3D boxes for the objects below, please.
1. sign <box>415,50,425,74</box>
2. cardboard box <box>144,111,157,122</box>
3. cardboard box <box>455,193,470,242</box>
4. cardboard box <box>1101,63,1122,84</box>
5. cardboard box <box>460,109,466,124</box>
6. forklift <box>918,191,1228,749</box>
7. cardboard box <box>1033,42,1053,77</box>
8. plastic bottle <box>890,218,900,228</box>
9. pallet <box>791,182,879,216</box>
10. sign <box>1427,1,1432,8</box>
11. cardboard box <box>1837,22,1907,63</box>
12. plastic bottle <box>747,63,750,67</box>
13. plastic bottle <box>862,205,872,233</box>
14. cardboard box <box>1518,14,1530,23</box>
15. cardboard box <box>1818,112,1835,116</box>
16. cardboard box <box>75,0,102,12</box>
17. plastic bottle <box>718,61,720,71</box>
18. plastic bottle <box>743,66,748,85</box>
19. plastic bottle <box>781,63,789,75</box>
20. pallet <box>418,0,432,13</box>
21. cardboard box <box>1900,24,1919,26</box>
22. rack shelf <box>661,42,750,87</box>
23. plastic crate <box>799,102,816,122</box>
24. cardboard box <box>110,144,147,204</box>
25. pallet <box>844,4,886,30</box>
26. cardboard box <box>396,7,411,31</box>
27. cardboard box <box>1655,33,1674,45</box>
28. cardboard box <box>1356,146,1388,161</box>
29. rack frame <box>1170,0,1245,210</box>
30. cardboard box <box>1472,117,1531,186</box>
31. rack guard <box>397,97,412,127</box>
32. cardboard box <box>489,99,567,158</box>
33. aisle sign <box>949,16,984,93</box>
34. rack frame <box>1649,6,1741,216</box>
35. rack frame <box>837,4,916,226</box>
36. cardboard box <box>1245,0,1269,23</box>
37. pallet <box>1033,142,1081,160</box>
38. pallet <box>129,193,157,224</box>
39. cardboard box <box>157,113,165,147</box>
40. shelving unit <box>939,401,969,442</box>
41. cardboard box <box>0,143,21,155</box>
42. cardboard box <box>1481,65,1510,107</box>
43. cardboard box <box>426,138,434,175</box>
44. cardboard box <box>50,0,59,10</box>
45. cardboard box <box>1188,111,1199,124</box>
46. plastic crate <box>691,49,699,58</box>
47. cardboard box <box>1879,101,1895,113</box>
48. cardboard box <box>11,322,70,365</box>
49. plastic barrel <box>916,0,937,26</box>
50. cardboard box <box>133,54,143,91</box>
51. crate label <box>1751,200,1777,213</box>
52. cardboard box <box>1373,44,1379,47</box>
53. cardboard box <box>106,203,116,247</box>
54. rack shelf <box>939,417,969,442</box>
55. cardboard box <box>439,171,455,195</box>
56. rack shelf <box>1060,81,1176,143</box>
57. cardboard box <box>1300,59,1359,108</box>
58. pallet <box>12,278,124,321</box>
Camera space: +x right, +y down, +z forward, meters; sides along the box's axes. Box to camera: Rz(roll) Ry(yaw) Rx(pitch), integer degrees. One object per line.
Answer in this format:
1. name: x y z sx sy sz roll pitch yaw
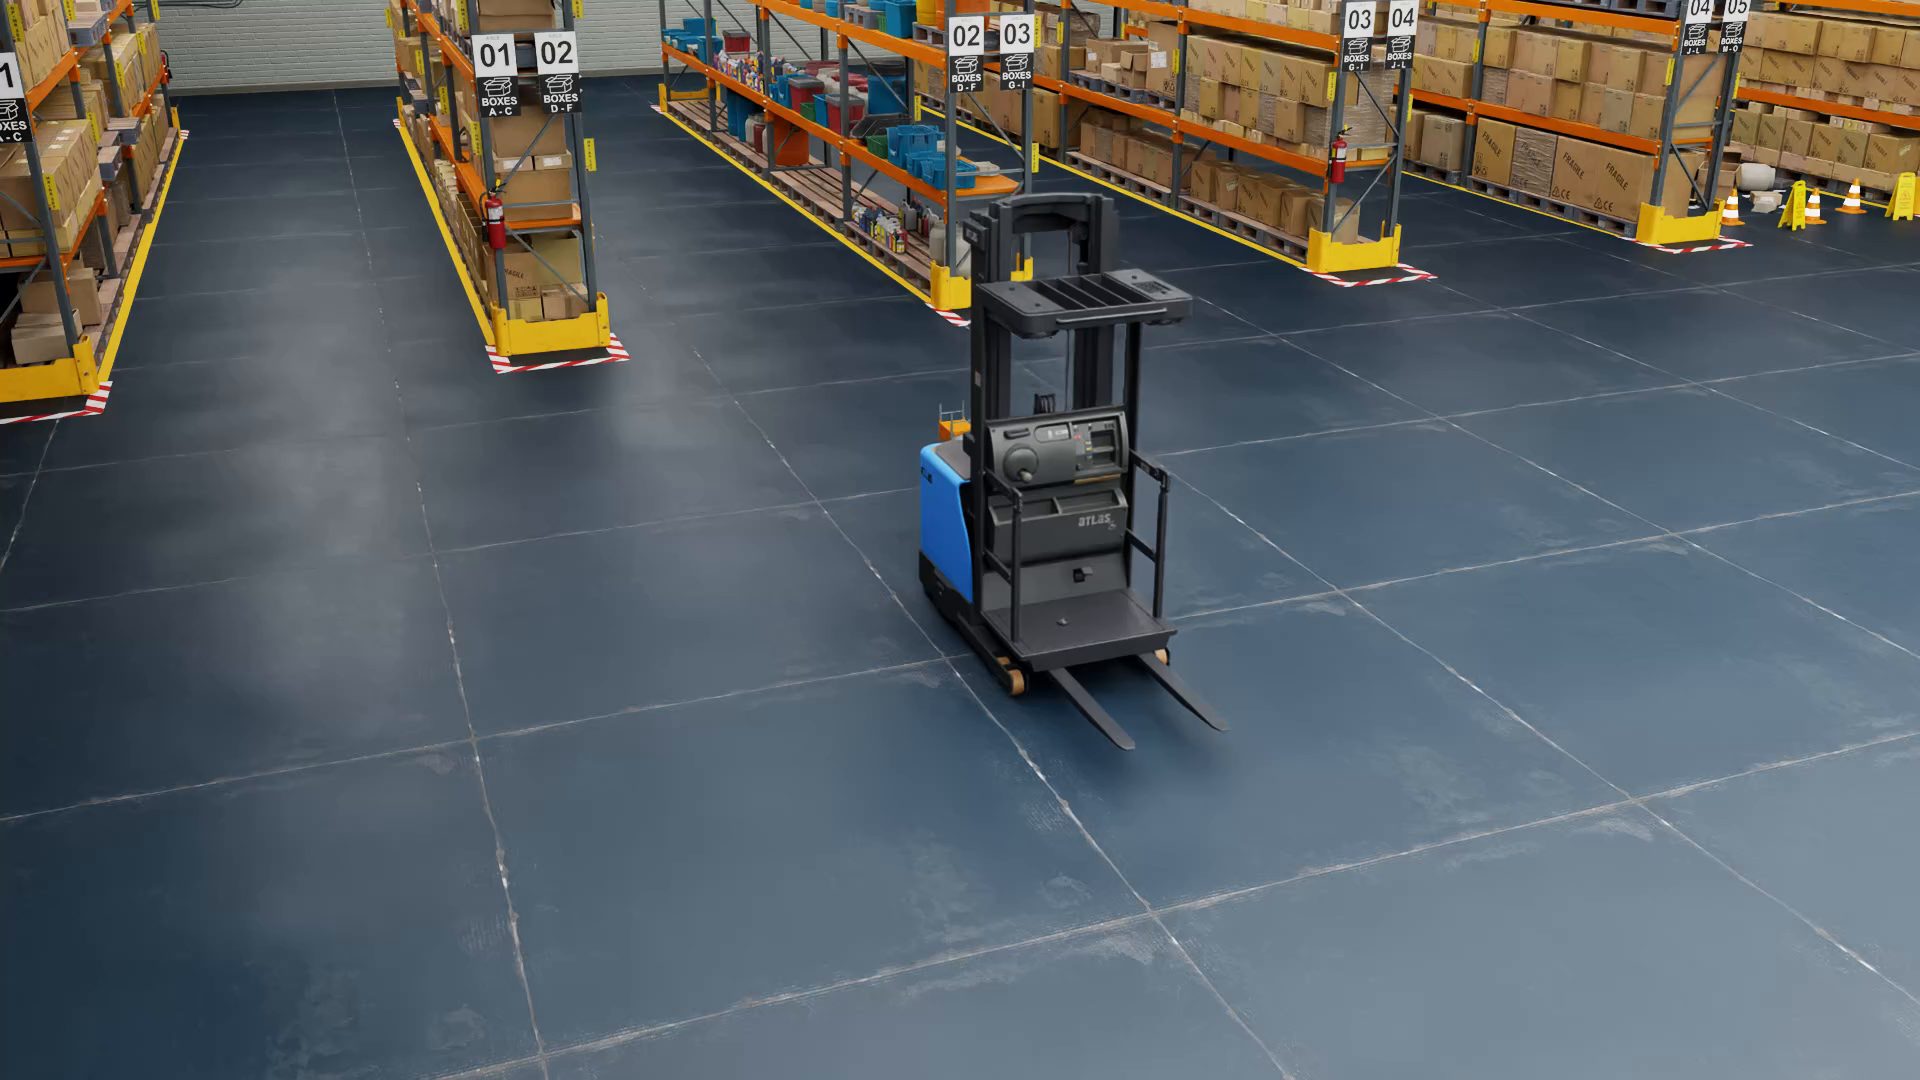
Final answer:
1. sign: -7.643 -6.763 23.545 0.100 0.325 0.005 -8 24 -19
2. cardboard box: -13.303 -6.892 27.082 0.380 0.149 0.250 -8 24 -17
3. cardboard box: -5.855 -3.951 20.296 0.500 0.500 0.500 -8 24 -19
4. cardboard box: 2.507 -7.185 25.588 0.500 0.250 0.500 -9 24 -20
5. cardboard box: -5.812 -5.111 20.050 0.380 0.149 0.250 -8 24 -19
6. forklift: 0.697 -0.565 10.317 1.130 2.935 3.031 -8 24 -19
7. cardboard box: 1.554 -8.075 27.918 0.500 0.500 0.500 -9 24 -19
8. plastic bottle: -0.847 -3.972 21.253 0.152 0.276 0.135 -8 24 -19
9. pallet: -1.839 -5.008 24.359 1.003 0.211 1.213 -8 24 -19
10. sign: 9.470 -10.873 33.469 0.100 0.325 0.005 -8 24 -19
11. cardboard box: 13.395 -7.310 24.433 0.700 0.500 0.500 -9 24 -20
12. plastic bottle: -3.481 -7.678 27.270 0.097 0.271 0.097 0 23 0
13. plastic bottle: -1.193 -4.200 21.698 0.144 0.351 0.185 -8 24 -18
14. cardboard box: 10.785 -9.905 30.973 0.500 0.500 0.500 -8 24 -18
15. cardboard box: 13.456 -6.517 26.384 0.500 0.500 0.500 -8 24 -18
16. cardboard box: -11.265 -6.788 21.221 0.500 0.311 0.500 -8 24 -19
17. plastic bottle: -4.081 -8.104 28.372 0.097 0.201 0.097 0 23 0
18. plastic bottle: -3.449 -7.472 26.766 0.061 0.283 0.133 -8 24 -19
19. plastic bottle: -2.844 -7.670 27.246 0.152 0.276 0.135 -8 24 -19
20. pallet: -6.815 -7.405 22.837 1.213 0.211 1.003 -7 24 -17
21. cardboard box: 16.766 -8.994 29.262 0.380 0.149 0.250 -9 25 -21
22. rack shelf: -4.623 -8.871 30.860 1.077 0.370 4.000 -8 24 -19
23. plastic crate: -1.970 -6.065 23.550 0.450 0.188 0.662 -8 24 -19
24. cardboard box: -11.909 -5.151 23.336 0.750 0.750 0.750 -9 24 -20
25. pallet: -0.744 -6.615 20.964 1.213 0.211 1.003 -8 24 -19
26. cardboard box: -9.334 -8.821 28.401 0.500 0.500 0.500 -8 24 -19
27. cardboard box: 12.084 -8.489 27.977 0.500 0.500 0.500 -7 24 -17
28. cardboard box: 5.079 -4.815 20.636 0.380 0.149 0.250 -8 24 -19
29. rack frame: 3.543 -6.248 23.712 1.000 3.000 0.127 -8 24 -19
30. cardboard box: 8.376 -5.868 25.006 0.875 0.875 0.875 -8 24 -18
31. rack guard: -9.938 -8.071 31.256 1.175 0.500 0.348 -8 24 -19
32. cardboard box: -4.484 -4.271 17.223 0.700 0.500 0.500 -8 24 -19
33. aisle sign: 0.070 -5.246 17.988 0.394 0.787 0.004 -8 24 -19
34. rack frame: 9.632 -5.439 21.791 1.000 3.000 0.127 -8 24 -19
35. rack frame: -1.090 -5.569 22.100 1.000 3.000 0.127 -8 24 -19
36. cardboard box: 4.014 -6.799 21.349 0.500 0.250 0.500 -9 24 -20
37. pallet: 1.922 -6.713 28.406 1.003 0.211 1.213 -8 24 -19
38. pallet: -11.980 -4.675 23.569 1.003 0.211 1.213 -8 24 -19
39. cardboard box: -13.706 -6.813 27.731 0.700 0.500 0.500 -8 24 -18
40. shelving unit: -0.019 -0.503 12.592 0.215 1.050 0.252 -8 24 -19
41. cardboard box: -9.844 -3.738 16.959 0.500 0.500 0.500 -8 24 -18
42. cardboard box: 8.361 -6.829 24.896 0.875 0.550 0.550 -8 24 -19
43. cardboard box: -7.871 -5.890 25.515 0.500 0.500 0.500 -9 25 -21
44. cardboard box: -9.723 -5.764 17.259 0.500 0.500 0.500 -7 24 -16
45. cardboard box: 3.414 -5.920 23.258 0.380 0.149 0.250 -8 24 -19
46. plastic crate: -4.563 -8.746 29.916 0.437 0.125 0.590 -8 24 -19
47. cardboard box: 13.631 -6.318 24.202 0.380 0.149 0.250 -9 24 -20
48. cardboard box: -9.106 -1.983 16.489 0.500 0.311 0.500 -11 25 -25
49. plastic barrel: -0.199 -6.174 18.892 0.600 0.588 0.600 0 23 0
50. cardboard box: -12.596 -6.991 24.938 0.500 0.500 0.500 -8 24 -19
51. crate label: 11.615 -4.816 24.000 0.298 0.136 0.250 18 29 36
52. cardboard box: 7.135 -8.504 27.649 0.700 0.500 0.500 -9 24 -20
53. cardboard box: -11.006 -3.897 20.786 0.700 0.500 0.500 -8 24 -18
54. rack shelf: -0.019 -0.755 12.486 0.215 0.259 0.240 -8 24 -19
55. cardboard box: -6.857 -4.923 22.845 0.500 0.311 0.500 -9 24 -20
56. rack shelf: 2.837 -6.643 25.576 1.077 0.370 4.000 -8 24 -19
57. cardboard box: 4.531 -5.605 20.386 0.500 0.500 0.500 -8 24 -19
58. pallet: -10.088 -2.685 18.849 1.003 0.211 1.213 -8 24 -19
